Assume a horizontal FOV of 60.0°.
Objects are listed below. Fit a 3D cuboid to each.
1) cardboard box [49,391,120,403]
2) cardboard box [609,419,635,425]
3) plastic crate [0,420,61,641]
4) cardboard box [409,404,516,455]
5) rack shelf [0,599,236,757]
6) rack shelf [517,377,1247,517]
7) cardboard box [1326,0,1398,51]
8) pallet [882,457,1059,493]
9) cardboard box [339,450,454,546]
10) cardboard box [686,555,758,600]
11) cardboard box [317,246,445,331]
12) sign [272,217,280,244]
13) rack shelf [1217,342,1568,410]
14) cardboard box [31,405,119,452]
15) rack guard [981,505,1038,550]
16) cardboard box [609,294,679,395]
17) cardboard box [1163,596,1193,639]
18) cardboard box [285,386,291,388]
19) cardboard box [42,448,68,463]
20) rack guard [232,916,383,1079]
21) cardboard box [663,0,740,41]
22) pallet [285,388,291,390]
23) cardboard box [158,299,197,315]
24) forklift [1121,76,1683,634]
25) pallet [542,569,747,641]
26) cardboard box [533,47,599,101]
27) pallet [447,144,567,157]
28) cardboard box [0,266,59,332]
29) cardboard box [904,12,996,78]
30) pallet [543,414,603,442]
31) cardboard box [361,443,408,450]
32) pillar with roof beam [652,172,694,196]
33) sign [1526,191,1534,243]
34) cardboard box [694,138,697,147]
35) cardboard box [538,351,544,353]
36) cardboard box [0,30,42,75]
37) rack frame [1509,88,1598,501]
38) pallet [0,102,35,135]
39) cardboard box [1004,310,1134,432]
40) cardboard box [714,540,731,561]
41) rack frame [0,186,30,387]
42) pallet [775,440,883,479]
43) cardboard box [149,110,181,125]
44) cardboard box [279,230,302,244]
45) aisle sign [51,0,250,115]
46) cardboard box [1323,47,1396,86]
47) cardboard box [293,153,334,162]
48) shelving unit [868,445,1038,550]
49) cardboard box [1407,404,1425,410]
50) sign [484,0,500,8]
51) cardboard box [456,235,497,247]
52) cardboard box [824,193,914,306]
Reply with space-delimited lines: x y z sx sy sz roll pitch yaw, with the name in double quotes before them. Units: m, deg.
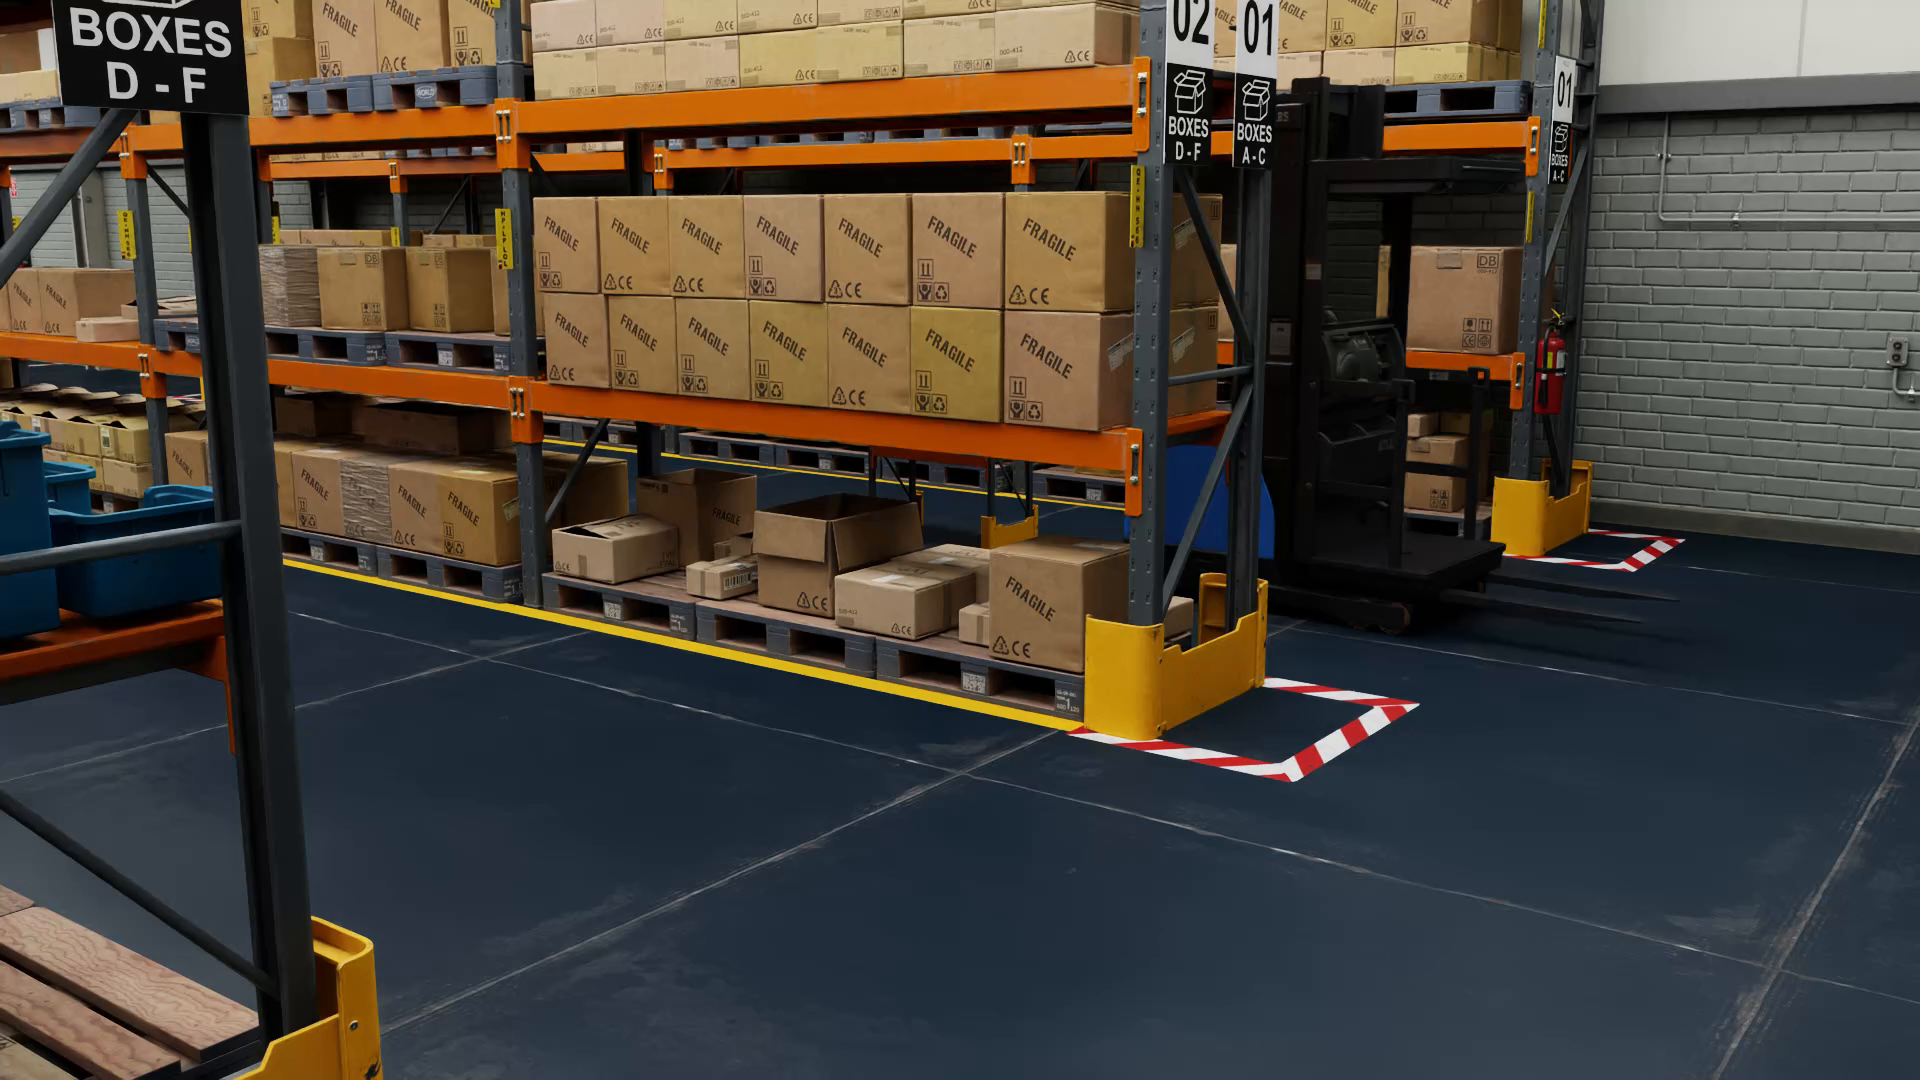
"cardboard box" -7.289 -1.075 13.845 0.500 0.311 0.500 8 13 35
"cardboard box" -3.067 -1.430 16.445 0.500 0.500 0.700 8 14 36
"plastic crate" -2.252 -0.008 3.421 0.499 0.435 0.616 8 13 36
"cardboard box" -3.213 -0.720 10.805 0.500 0.250 0.500 8 14 36
"rack shelf" -3.484 0.177 4.614 4.000 0.370 1.077 8 13 36
"rack shelf" -0.549 -0.581 8.532 4.000 0.370 1.077 8 13 36
"cardboard box" 2.844 -3.589 11.341 0.500 0.500 0.500 8 14 37
"pallet" 0.102 -0.624 14.201 1.213 0.211 1.003 8 13 36
"cardboard box" -3.526 -0.273 10.467 0.500 0.500 0.500 8 14 36
"cardboard box" -1.248 0.192 8.943 0.250 0.166 0.380 8 13 36
"cardboard box" -3.622 -1.604 10.554 0.500 0.500 0.700 4 12 21
"sign" -5.071 -2.223 12.283 0.005 0.325 0.100 8 13 36
"rack shelf" 2.380 -1.340 12.454 4.000 0.370 1.077 8 13 36
"cardboard box" -6.781 -0.876 12.820 0.500 0.311 0.500 8 13 35
"rack guard" 0.340 -0.075 11.261 0.087 0.250 0.587 8 13 36
"cardboard box" -1.497 -1.052 8.809 0.500 0.500 0.500 8 14 37
"cardboard box" 0.929 0.374 8.045 0.250 0.149 0.380 8 13 36
"cardboard box" -7.940 -2.008 19.930 0.500 0.311 0.500 9 14 40
"cardboard box" -6.775 -0.602 12.875 0.500 0.250 0.500 8 14 37
"rack guard" -1.845 1.276 3.617 0.348 0.500 1.175 8 13 36
"cardboard box" -1.116 -2.597 8.239 0.500 0.250 0.500 8 13 36
"pallet" -8.209 -1.793 20.242 1.213 0.211 1.003 8 13 36
"cardboard box" -5.652 -1.613 12.205 0.500 0.311 0.500 9 14 39
"forklift" 2.431 -1.046 9.219 3.031 2.935 1.130 9 14 39
"pallet" -1.608 0.287 9.491 1.213 0.211 1.003 8 13 36
"cardboard box" -1.916 -2.466 8.876 0.500 0.250 0.500 8 13 36
"pallet" -4.408 -3.996 16.886 1.003 0.211 1.213 8 13 36
"cardboard box" -7.575 -1.960 13.500 0.500 0.500 0.500 9 14 40
"cardboard box" 0.096 -2.184 7.420 0.500 0.250 0.500 8 13 36
"pallet" -4.064 -1.224 17.302 1.213 0.211 1.003 8 13 36
"cardboard box" -3.649 -0.412 11.187 0.500 0.500 0.500 7 13 33
"pillar with roof beam" -5.540 -4.933 13.336 0.400 9.000 9.100 8 13 36
"sign" 3.660 -2.072 10.669 0.005 0.325 0.100 8 13 36
"cardboard box" -2.900 -4.016 16.176 0.500 0.500 0.500 8 14 36
"cardboard box" -4.298 -1.987 17.354 0.500 0.250 0.500 7 13 34
"cardboard box" -7.663 -3.896 13.191 0.500 0.500 0.500 10 15 41
"rack frame" 3.992 -1.469 11.223 0.127 3.000 1.000 8 13 36
"pallet" -6.888 -3.177 12.654 1.213 0.211 1.003 9 14 38
"cardboard box" 0.541 -0.768 7.336 0.500 0.500 0.500 8 14 37
"cardboard box" -1.196 0.078 9.577 0.250 0.149 0.380 8 13 36
"rack frame" -8.609 -2.059 14.275 0.127 3.000 1.000 8 13 36
"pallet" -0.886 -0.761 14.910 1.213 0.211 1.003 8 13 36
"cardboard box" -5.013 -3.087 11.429 0.500 0.500 0.910 8 13 36
"cardboard box" -7.469 -3.300 19.056 0.500 0.500 0.500 8 14 37
"aisle sign" -1.638 -1.266 3.330 0.004 0.787 0.394 8 13 36
"cardboard box" 2.825 -3.223 11.420 0.500 0.250 0.500 7 13 33
"cardboard box" -7.102 -4.483 18.594 0.500 0.500 0.500 7 13 33
"shelving unit" -0.061 -0.745 11.432 1.083 1.500 0.587 8 13 36
"cardboard box" 3.179 -0.903 12.066 0.250 0.149 0.380 8 14 36
"sign" -2.487 -2.994 8.813 0.005 0.325 0.100 8 13 36
"cardboard box" -4.844 -2.956 17.492 0.500 0.500 0.700 10 15 41
"cardboard box" -0.287 -1.372 7.828 0.500 0.500 0.500 8 14 37
